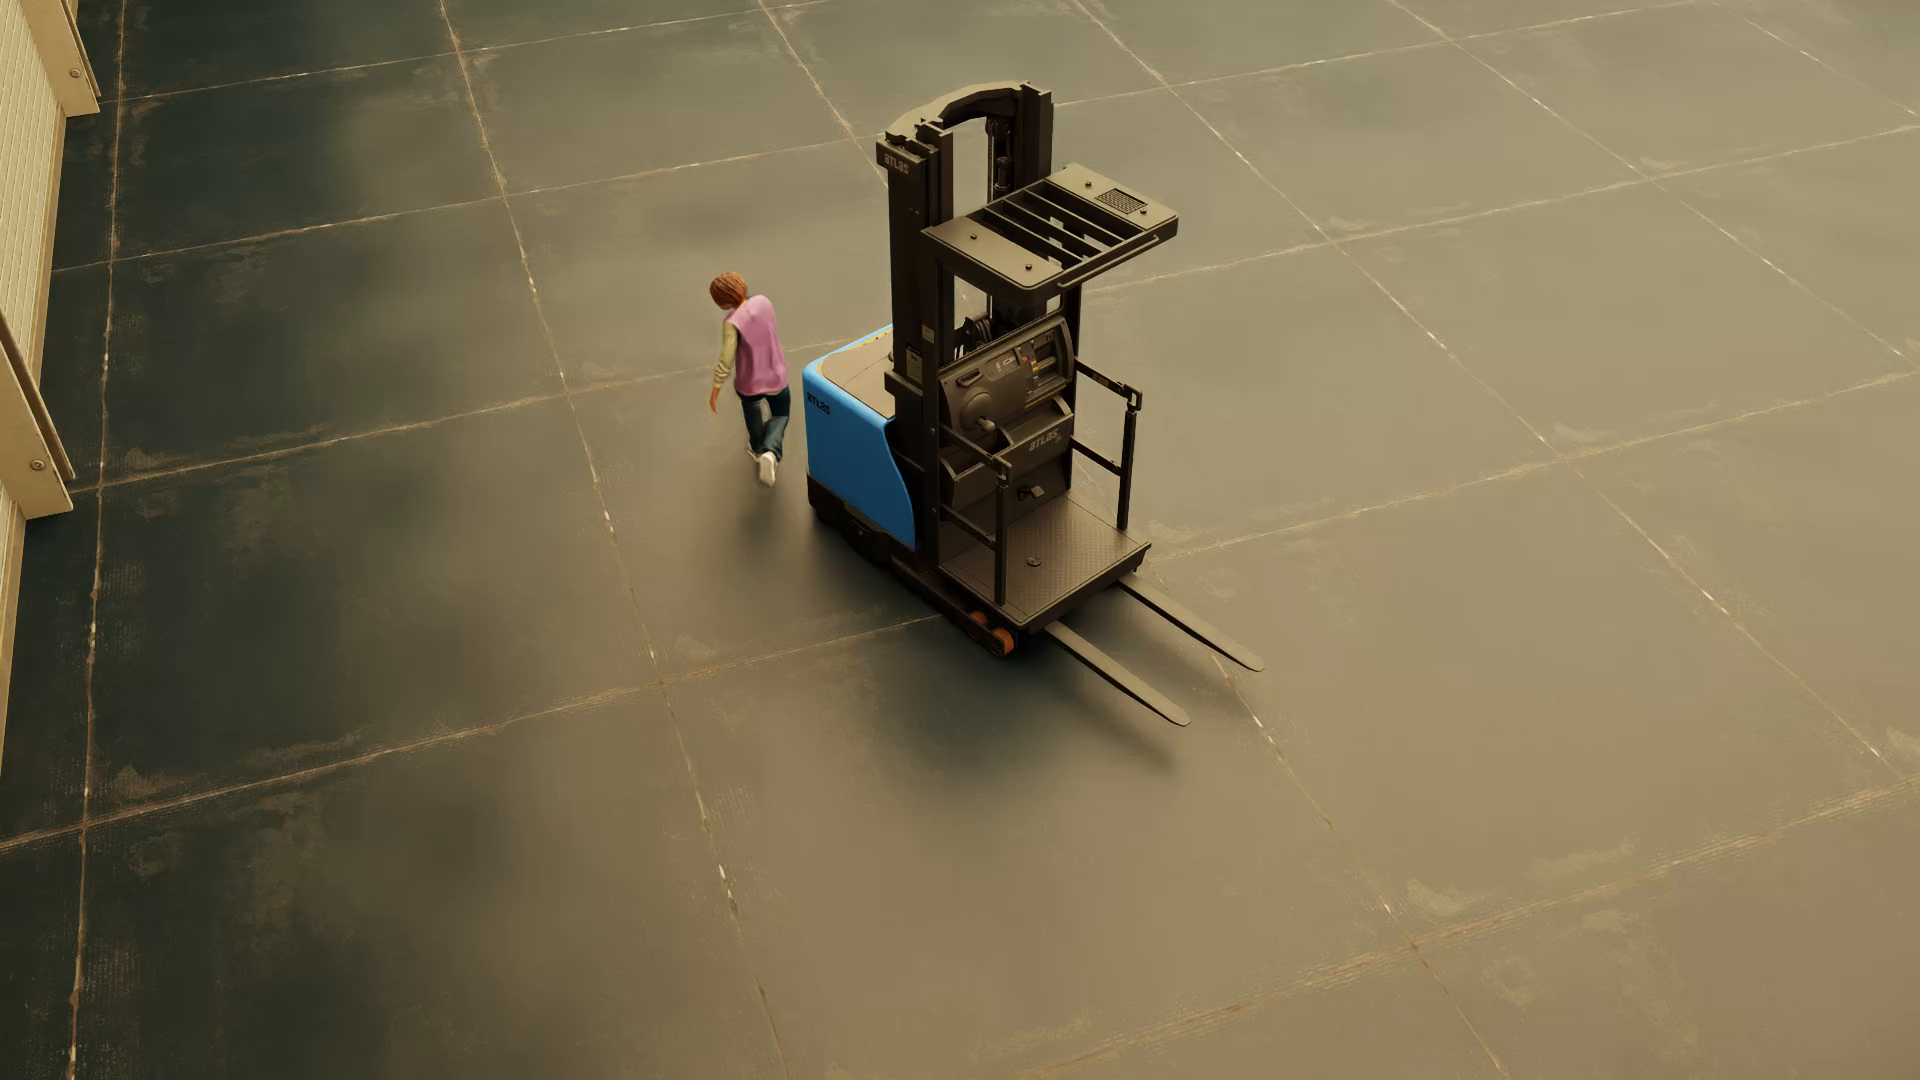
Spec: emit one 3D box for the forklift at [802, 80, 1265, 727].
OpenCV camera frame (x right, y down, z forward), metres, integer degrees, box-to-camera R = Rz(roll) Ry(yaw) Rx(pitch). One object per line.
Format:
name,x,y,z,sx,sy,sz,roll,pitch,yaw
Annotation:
forklift,0.409,-0.833,8.988,1.130,2.935,3.031,-30,49,-31

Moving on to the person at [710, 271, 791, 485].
person,-1.329,-1.010,10.429,0.543,1.386,0.730,-13,42,-15
